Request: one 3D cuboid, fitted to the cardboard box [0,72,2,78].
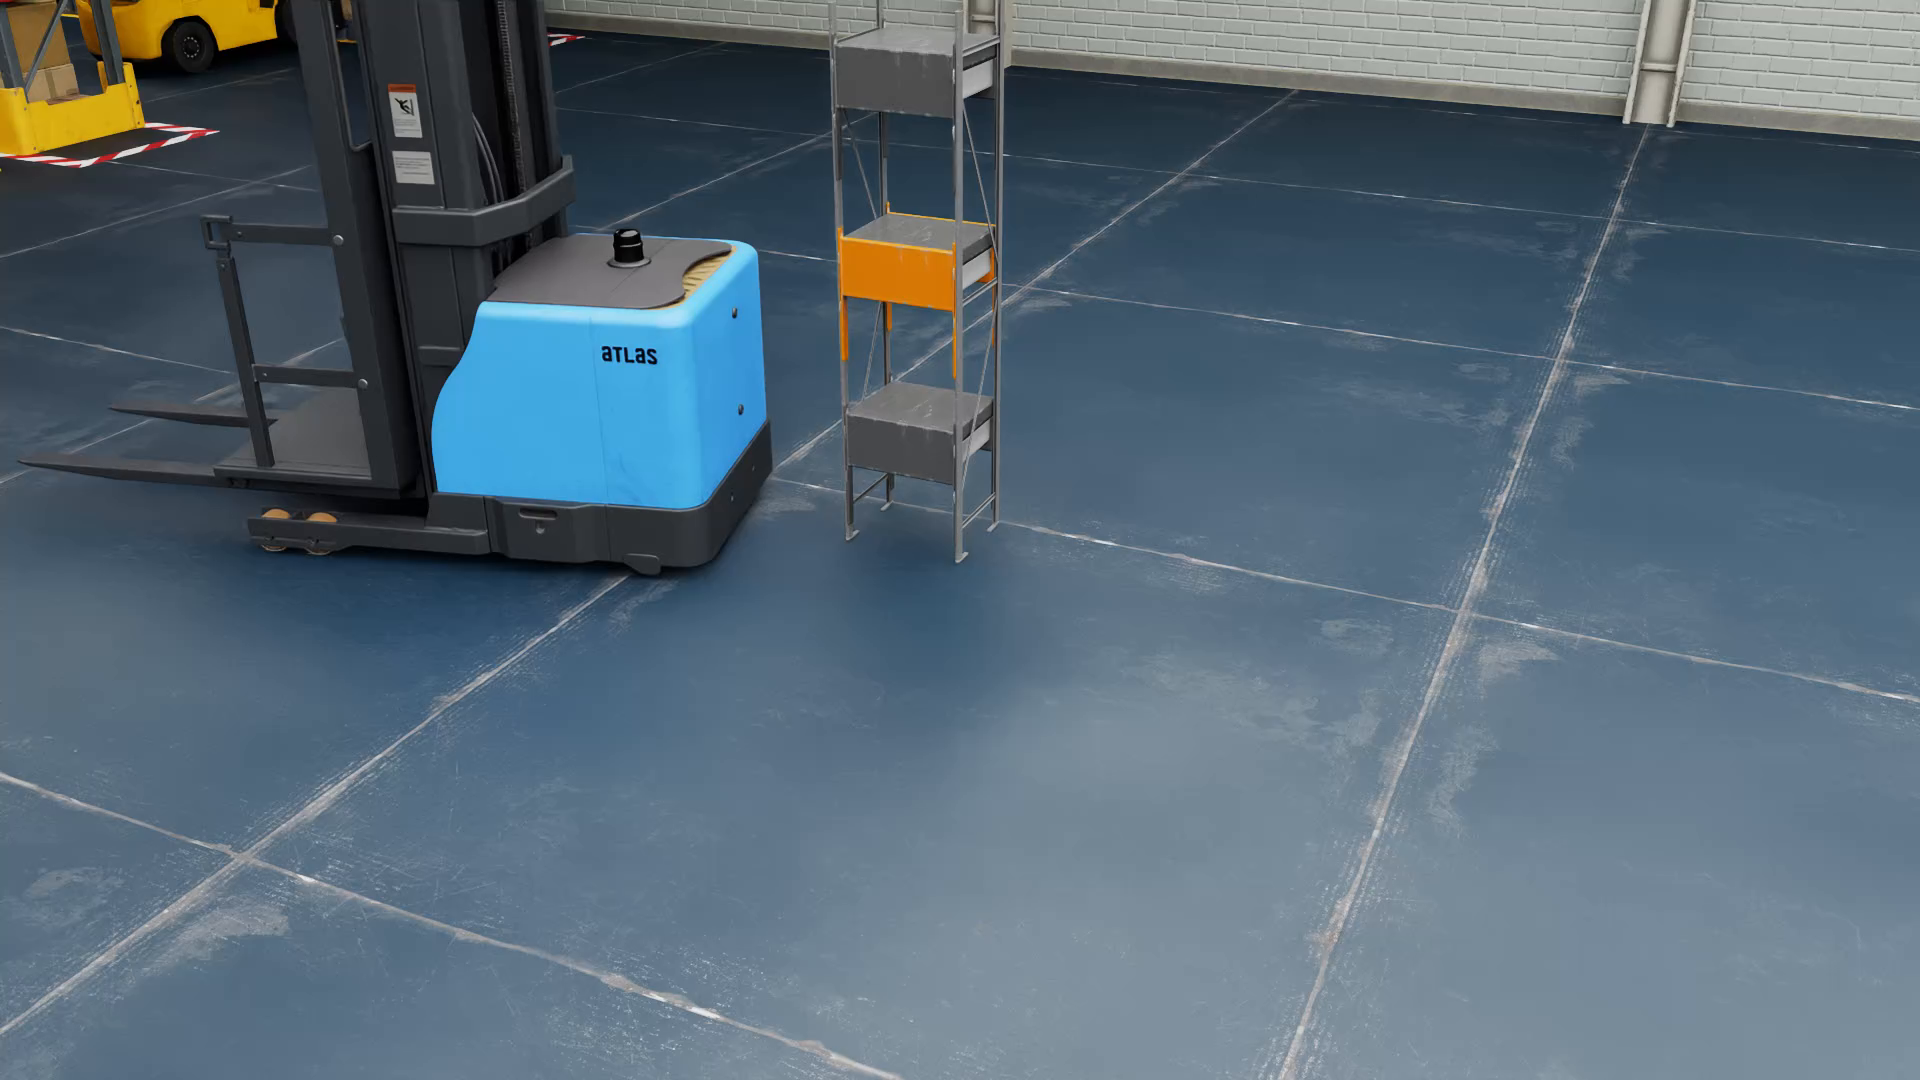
[{"bbox_3d":[-7.828,-3.863,12.988,0.500,0.500,0.500,12,28,22],"label":"cardboard box"}]

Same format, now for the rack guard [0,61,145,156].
[{"bbox_3d":[-7.060,-3.422,13.135,0.348,0.500,1.175,11,28,22],"label":"rack guard"}]

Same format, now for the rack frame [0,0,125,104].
[{"bbox_3d":[-6.991,-4.530,12.555,0.127,3.000,1.000,11,28,22],"label":"rack frame"}]

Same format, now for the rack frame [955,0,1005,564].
[{"bbox_3d":[0.071,-0.928,6.257,0.015,2.100,0.400,11,28,22],"label":"rack frame"}]

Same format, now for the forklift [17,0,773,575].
[{"bbox_3d":[-2.377,-1.478,6.434,3.031,2.935,1.130,4,27,9],"label":"forklift"}]

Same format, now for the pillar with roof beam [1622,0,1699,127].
[{"bbox_3d":[3.942,-5.782,8.307,0.400,9.000,9.100,11,28,22],"label":"pillar with roof beam"}]

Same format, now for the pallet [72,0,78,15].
[{"bbox_3d":[-9.267,-6.126,18.953,1.213,0.211,1.003,11,28,22],"label":"pallet"}]

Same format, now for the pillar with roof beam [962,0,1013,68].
[{"bbox_3d":[-1.520,-6.880,10.535,0.400,9.000,9.100,11,28,22],"label":"pillar with roof beam"}]

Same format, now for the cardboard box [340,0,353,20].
[{"bbox_3d":[-6.398,-5.630,17.427,0.500,0.250,0.500,12,29,22],"label":"cardboard box"}]

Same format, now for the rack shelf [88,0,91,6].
[{"bbox_3d":[-8.811,-4.573,13.456,4.000,0.370,1.077,11,28,22],"label":"rack shelf"}]

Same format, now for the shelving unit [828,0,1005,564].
[{"bbox_3d":[-0.151,-0.972,6.348,0.503,2.100,0.431,11,28,22],"label":"shelving unit"}]

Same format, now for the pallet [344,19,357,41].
[{"bbox_3d":[-5.653,-5.398,17.476,1.213,0.211,1.003,11,28,22],"label":"pallet"}]

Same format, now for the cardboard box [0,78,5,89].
[{"bbox_3d":[-7.860,-3.529,13.159,0.500,0.250,0.500,11,28,22],"label":"cardboard box"}]

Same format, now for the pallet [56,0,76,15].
[{"bbox_3d":[-10.382,-6.348,19.405,1.213,0.211,1.003,11,28,22],"label":"pallet"}]

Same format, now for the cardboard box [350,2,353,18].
[{"bbox_3d":[-5.947,-5.535,17.233,0.500,0.250,0.500,11,28,22],"label":"cardboard box"}]

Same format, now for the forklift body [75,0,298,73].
[{"bbox_3d":[-7.421,-5.759,16.012,1.214,2.155,2.313,11,28,22],"label":"forklift body"}]

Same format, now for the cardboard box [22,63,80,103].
[{"bbox_3d":[-7.610,-3.743,13.595,0.500,0.250,0.500,11,28,21],"label":"cardboard box"}]

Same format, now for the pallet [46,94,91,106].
[{"bbox_3d":[-7.785,-3.455,13.529,1.213,0.211,1.003,11,28,22],"label":"pallet"}]

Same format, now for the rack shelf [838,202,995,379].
[{"bbox_3d":[-0.151,-0.960,6.354,0.480,0.518,0.431,11,28,22],"label":"rack shelf"}]

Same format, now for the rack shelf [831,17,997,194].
[{"bbox_3d":[-0.151,-1.588,6.045,0.480,0.518,0.431,11,28,22],"label":"rack shelf"}]

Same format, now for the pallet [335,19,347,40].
[{"bbox_3d":[-6.759,-5.622,17.930,1.213,0.211,1.003,11,28,22],"label":"pallet"}]

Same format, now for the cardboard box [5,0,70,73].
[{"bbox_3d":[-7.632,-4.084,13.437,0.500,0.500,0.500,10,28,20],"label":"cardboard box"}]

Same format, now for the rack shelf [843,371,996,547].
[{"bbox_3d":[-0.151,-0.332,6.663,0.480,0.518,0.431,11,28,22],"label":"rack shelf"}]

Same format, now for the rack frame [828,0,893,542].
[{"bbox_3d":[-0.373,-1.017,6.438,0.015,2.100,0.400,11,28,22],"label":"rack frame"}]
